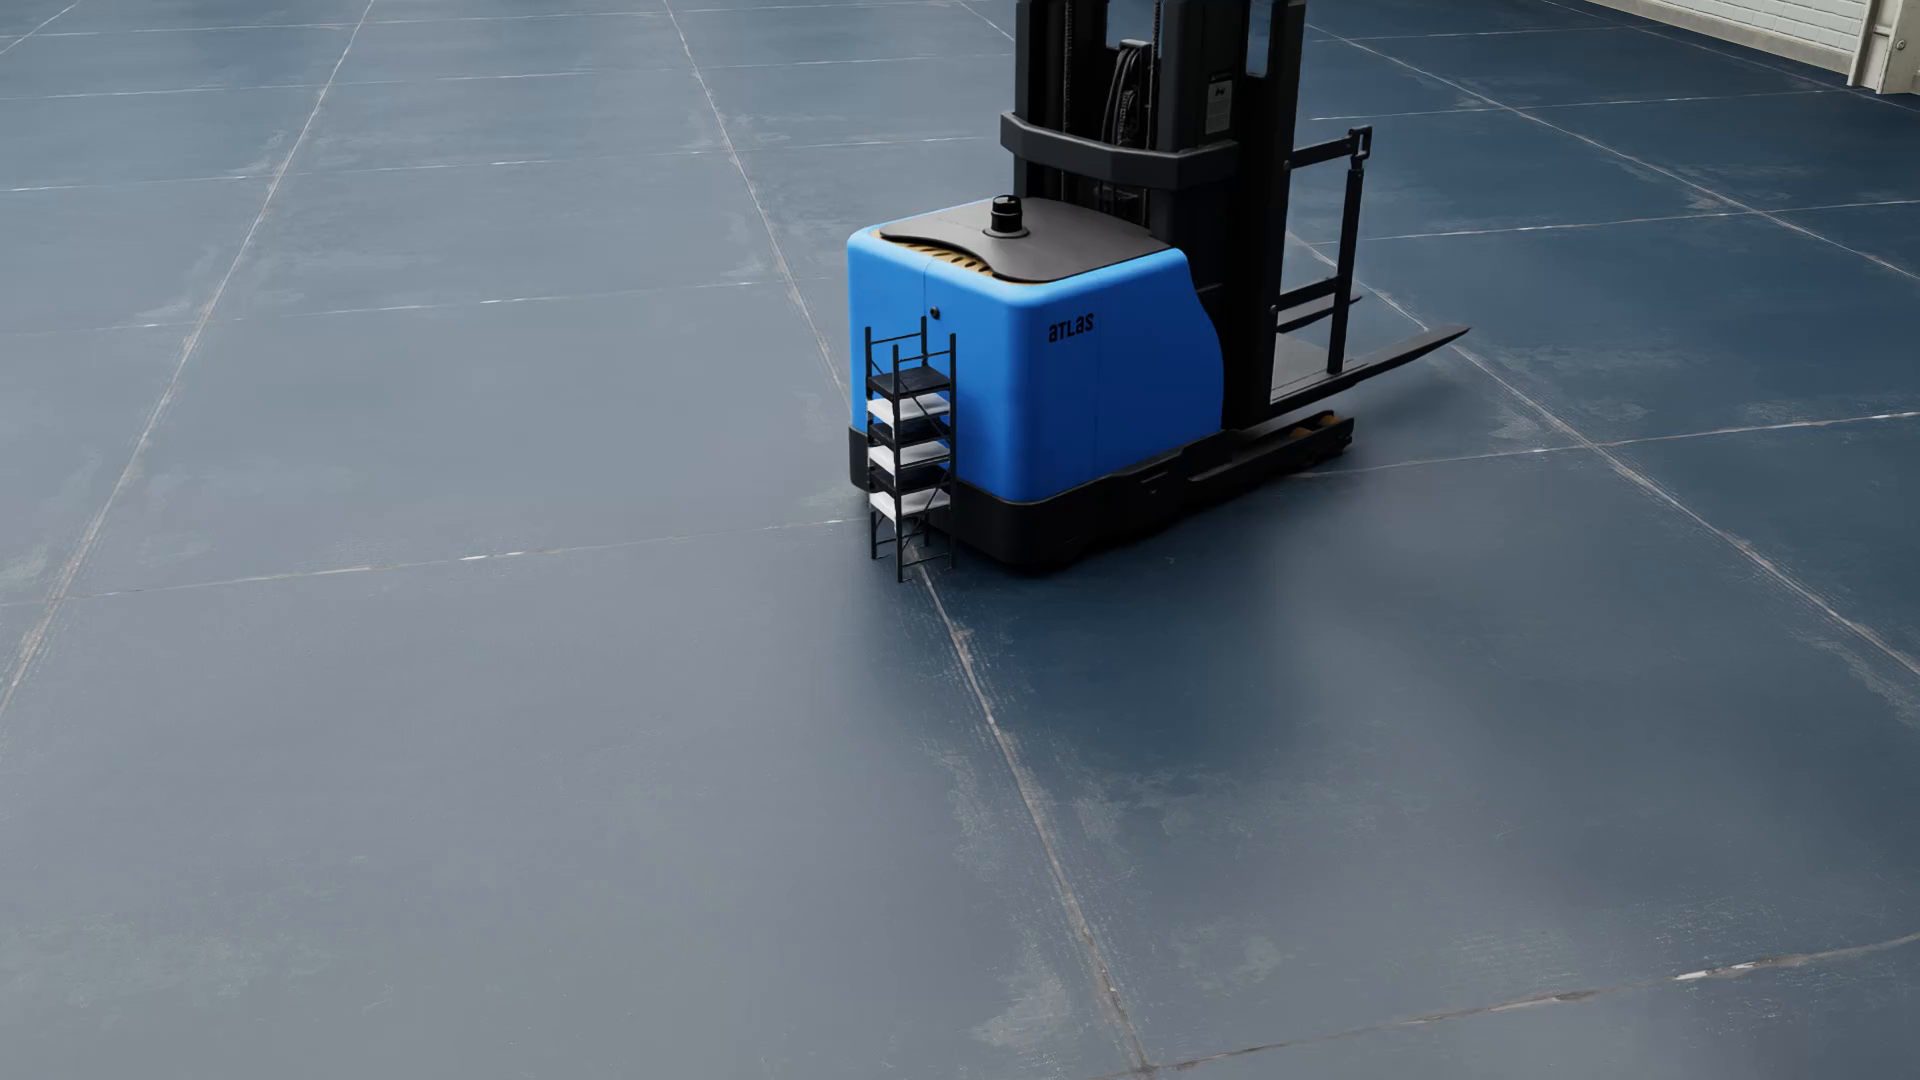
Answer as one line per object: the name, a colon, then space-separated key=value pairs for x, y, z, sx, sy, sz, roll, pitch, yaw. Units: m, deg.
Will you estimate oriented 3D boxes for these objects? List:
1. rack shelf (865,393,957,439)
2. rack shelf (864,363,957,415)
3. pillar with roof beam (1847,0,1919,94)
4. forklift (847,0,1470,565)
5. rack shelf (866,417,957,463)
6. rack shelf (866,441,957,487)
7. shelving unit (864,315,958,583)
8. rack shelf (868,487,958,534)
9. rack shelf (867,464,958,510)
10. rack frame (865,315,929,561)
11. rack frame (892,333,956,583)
rack shelf: x=-0.170 y=-0.445 z=5.803 sx=0.258 sy=0.077 sz=0.200 roll=-15 pitch=30 yaw=-26
rack shelf: x=-0.170 y=-0.525 z=5.762 sx=0.258 sy=0.077 sz=0.200 roll=-15 pitch=30 yaw=-26
pillar with roof beam: x=3.289 y=-7.257 z=10.641 sx=9.100 sy=9.000 sz=0.400 roll=-6 pitch=27 yaw=-12
forklift: x=1.008 y=-1.761 z=6.487 sx=3.031 sy=2.935 sz=1.130 roll=-22 pitch=34 yaw=-36
rack shelf: x=-0.170 y=-0.365 z=5.843 sx=0.258 sy=0.077 sz=0.200 roll=-15 pitch=30 yaw=-26
rack shelf: x=-0.170 y=-0.284 z=5.884 sx=0.258 sy=0.077 sz=0.200 roll=-15 pitch=30 yaw=-26
shelving unit: x=-0.170 y=-0.314 z=5.869 sx=0.258 sy=0.900 sz=0.210 roll=-15 pitch=30 yaw=-26
rack shelf: x=-0.170 y=-0.124 z=5.965 sx=0.258 sy=0.077 sz=0.200 roll=-15 pitch=30 yaw=-26
rack shelf: x=-0.170 y=-0.204 z=5.924 sx=0.258 sy=0.077 sz=0.200 roll=-15 pitch=30 yaw=-26
rack frame: x=-0.221 y=-0.354 z=5.947 sx=0.240 sy=0.900 sz=0.006 roll=-15 pitch=30 yaw=-26
rack frame: x=-0.119 y=-0.274 z=5.790 sx=0.240 sy=0.900 sz=0.006 roll=-15 pitch=30 yaw=-26
